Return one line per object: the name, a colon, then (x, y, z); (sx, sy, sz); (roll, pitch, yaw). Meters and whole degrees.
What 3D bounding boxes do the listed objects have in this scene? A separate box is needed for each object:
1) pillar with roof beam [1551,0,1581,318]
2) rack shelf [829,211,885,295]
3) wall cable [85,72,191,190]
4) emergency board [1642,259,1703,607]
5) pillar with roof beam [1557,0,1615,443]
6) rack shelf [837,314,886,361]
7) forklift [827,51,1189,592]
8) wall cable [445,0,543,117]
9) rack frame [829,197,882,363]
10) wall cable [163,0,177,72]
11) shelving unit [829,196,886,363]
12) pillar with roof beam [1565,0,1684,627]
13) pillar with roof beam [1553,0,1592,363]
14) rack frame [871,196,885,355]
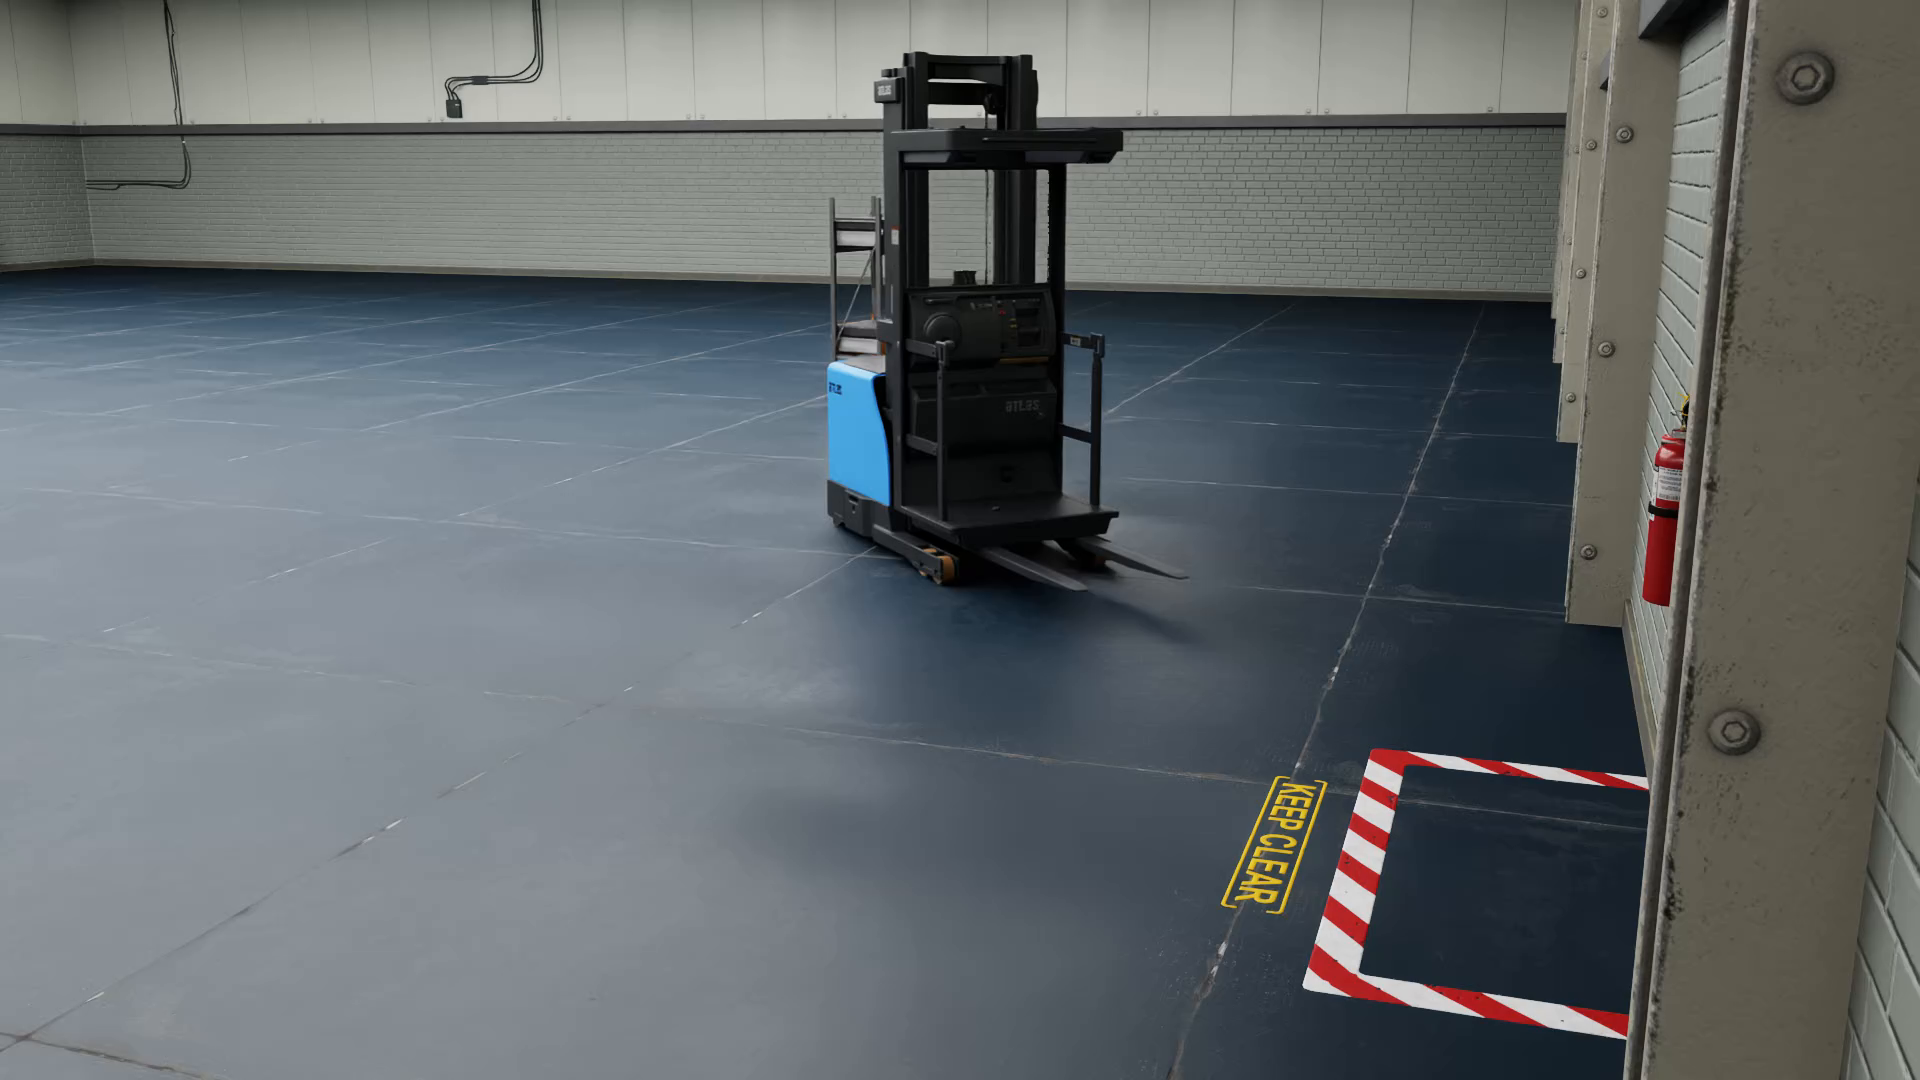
pillar with roof beam: (5.098, -8.089, 25.707); (9.100, 9.000, 0.400); (4, 14, 18)
rack shelf: (-0.560, -1.927, 11.127); (0.431, 0.518, 0.480); (8, 15, 31)
wall cable: (-18.430, -9.059, 36.932); (3.097, 2.526, 0.112); (4, 14, 18)
emergency board: (2.241, -0.319, 5.145); (0.194, 1.169, 0.643); (4, 14, 18)
pillar with roof beam: (1.215, -5.563, 14.637); (9.100, 9.000, 0.400); (4, 14, 18)
rack shelf: (-0.560, -1.244, 11.282); (0.431, 0.518, 0.480); (8, 15, 31)
forklift: (0.231, -1.290, 9.552); (1.130, 2.935, 3.031); (-6, 14, -25)
wall cable: (-9.452, -11.544, 33.199); (2.305, 6.003, 0.169); (4, 14, 18)
rack frame: (-0.687, -1.211, 11.076); (0.400, 2.100, 0.015); (8, 15, 31)
wall cable: (-15.870, -11.326, 35.516); (3.097, 2.526, 0.112); (4, 14, 18)
shelving unit: (-0.560, -1.258, 11.279); (0.431, 2.100, 0.503); (8, 15, 31)
pillar with roof beam: (-0.726, -4.300, 9.103); (9.100, 9.000, 0.400); (4, 14, 18)
pillar with roof beam: (3.156, -6.826, 20.172); (9.100, 9.000, 0.400); (4, 14, 18)
rack frame: (-0.433, -1.304, 11.482); (0.400, 2.100, 0.015); (8, 15, 31)
